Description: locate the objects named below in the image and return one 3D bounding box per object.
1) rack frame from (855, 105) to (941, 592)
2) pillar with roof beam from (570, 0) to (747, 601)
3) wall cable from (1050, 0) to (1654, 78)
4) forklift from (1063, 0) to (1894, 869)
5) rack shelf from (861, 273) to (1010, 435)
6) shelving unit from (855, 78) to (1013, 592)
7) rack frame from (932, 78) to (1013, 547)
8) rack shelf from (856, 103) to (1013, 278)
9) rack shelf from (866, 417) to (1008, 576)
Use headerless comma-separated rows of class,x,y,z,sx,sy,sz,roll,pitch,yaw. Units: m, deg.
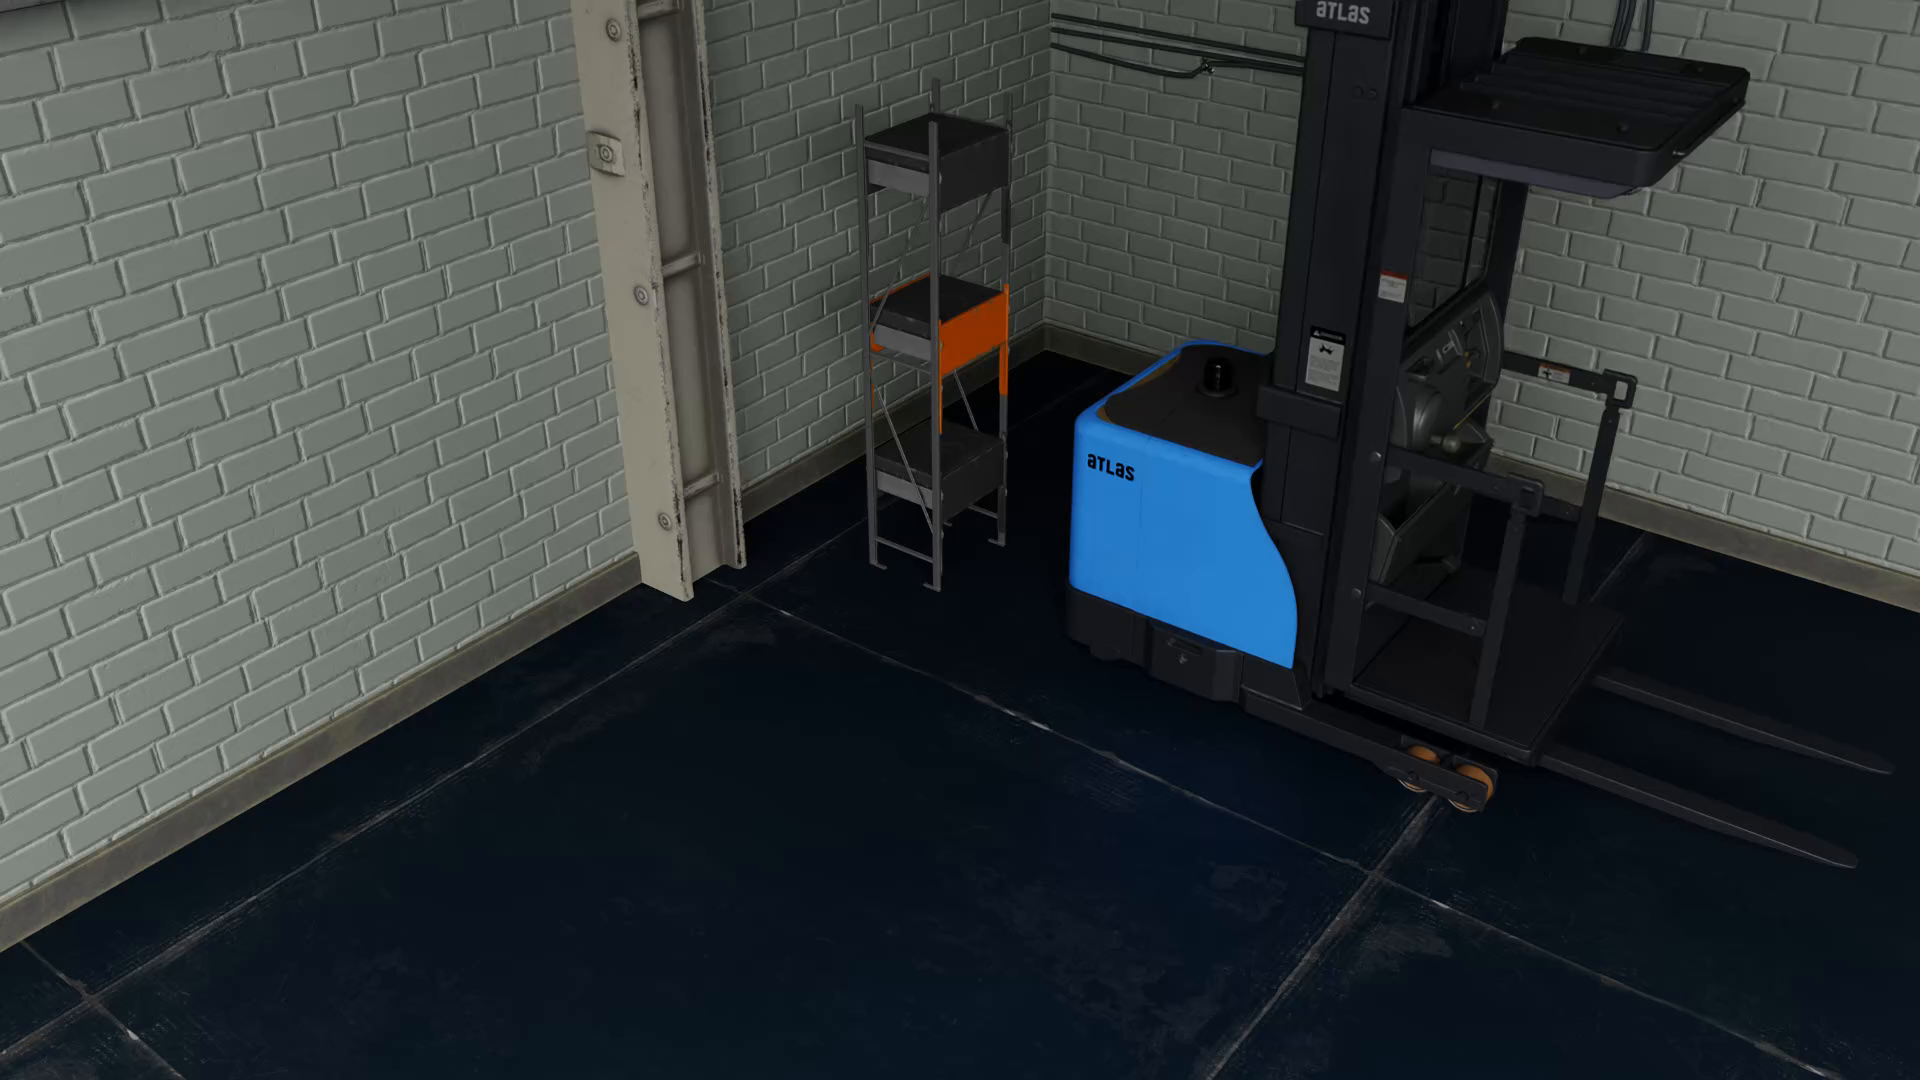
rack frame,-0.247,-0.737,6.934,0.400,2.100,0.015,21,37,31
pillar with roof beam,2.225,-2.403,2.978,9.100,9.000,0.400,21,37,31
wall cable,1.626,-3.182,7.339,3.097,2.526,0.112,21,37,31
forklift,1.923,-0.577,5.849,3.031,2.935,1.130,20,36,30
rack shelf,-0.100,-0.824,7.108,0.431,0.518,0.480,21,37,31
shelving unit,-0.100,-0.836,7.101,0.431,2.100,0.503,21,37,31
rack frame,0.047,-0.935,7.268,0.400,2.100,0.015,21,37,31
rack shelf,-0.100,-1.426,6.751,0.431,0.518,0.480,21,37,31
rack shelf,-0.100,-0.222,7.465,0.431,0.518,0.480,21,37,31
